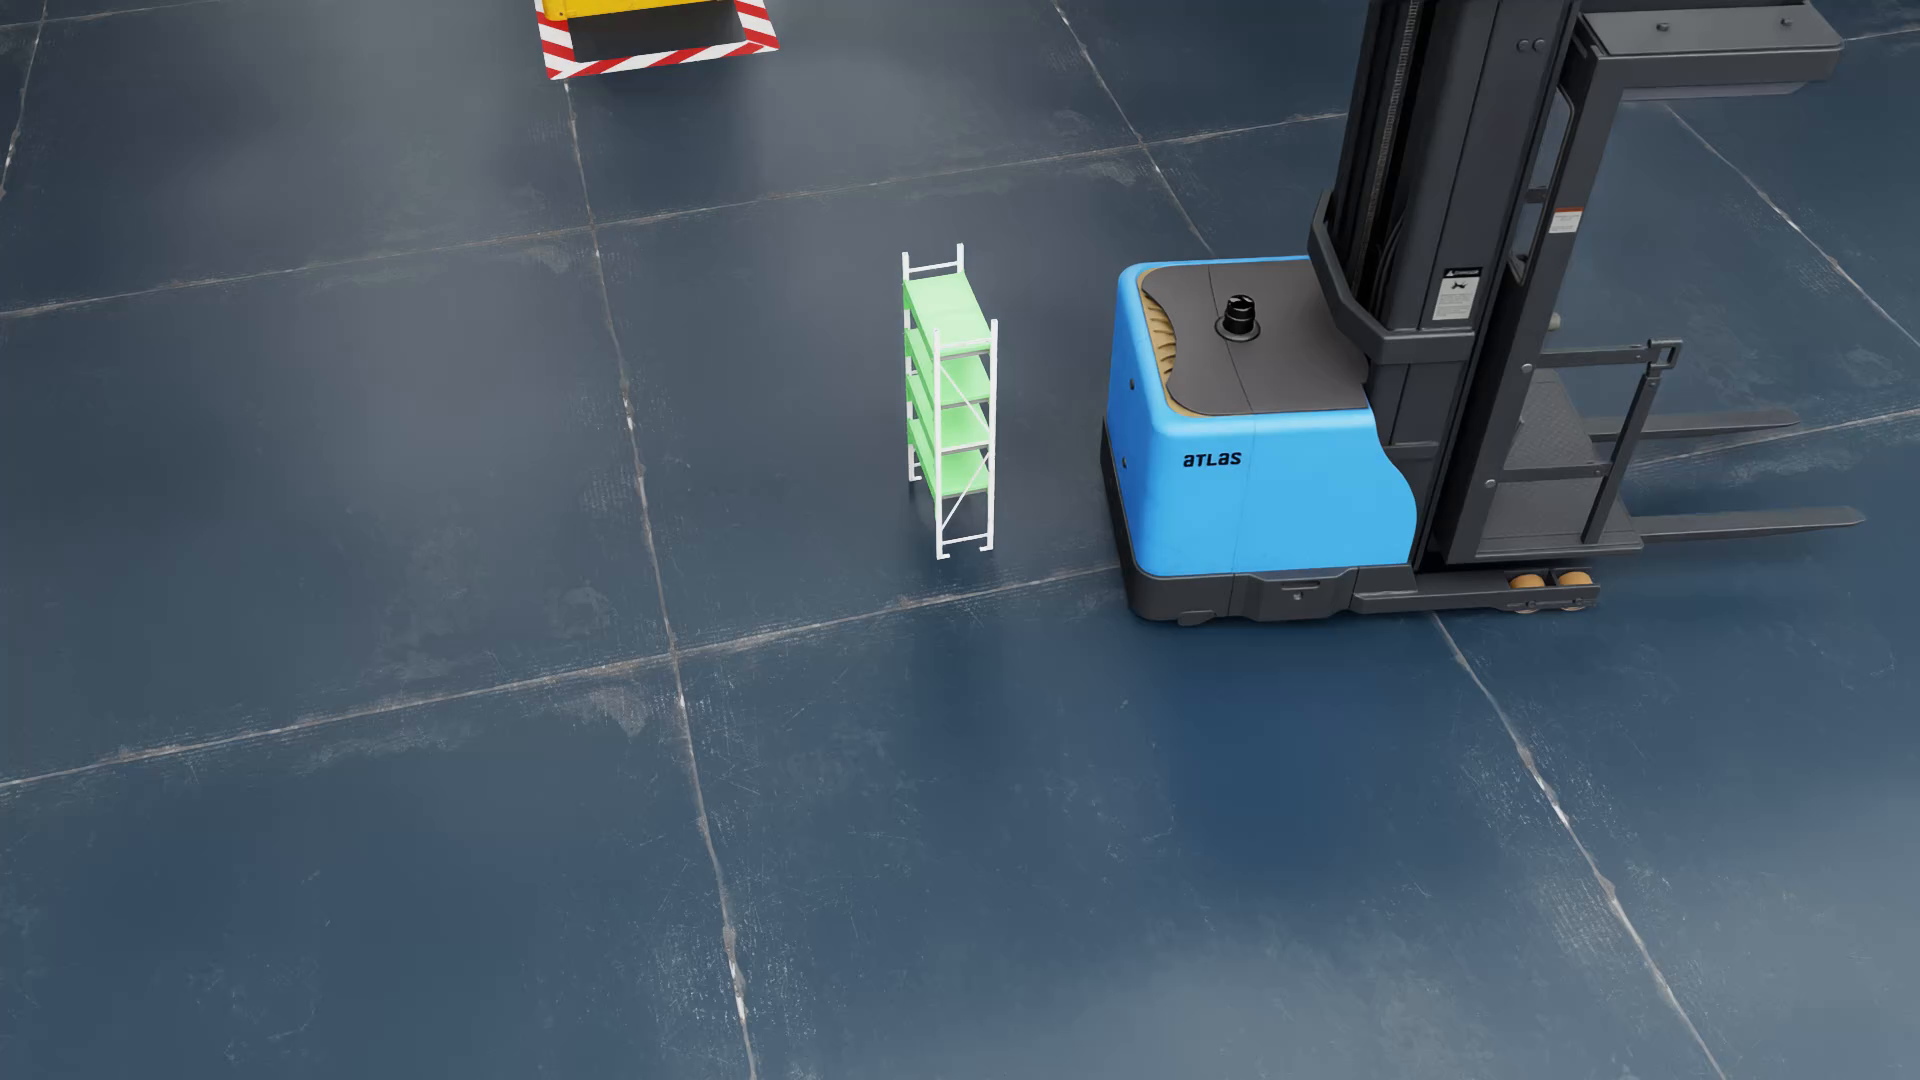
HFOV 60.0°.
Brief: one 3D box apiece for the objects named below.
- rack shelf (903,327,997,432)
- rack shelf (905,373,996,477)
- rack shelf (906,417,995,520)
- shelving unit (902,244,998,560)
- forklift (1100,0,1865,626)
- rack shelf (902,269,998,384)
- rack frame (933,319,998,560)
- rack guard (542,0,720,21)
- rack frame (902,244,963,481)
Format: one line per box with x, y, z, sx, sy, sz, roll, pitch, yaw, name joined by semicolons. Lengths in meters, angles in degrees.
-0.042;-0.658;6.558;0.258;0.148;0.480;-11;47;-10;rack shelf
-0.042;-0.490;6.730;0.258;0.148;0.480;-11;47;-10;rack shelf
-0.042;-0.322;6.901;0.258;0.148;0.480;-11;47;-10;rack shelf
-0.042;-0.534;6.684;0.258;1.200;0.503;-11;47;-10;shelving unit
2.153;-1.106;6.032;3.031;2.935;1.130;-3;46;-3;forklift
-0.042;-0.825;6.387;0.258;0.148;0.480;-11;47;-10;rack shelf
0.020;-0.366;6.519;0.240;1.200;0.015;-11;47;-10;rack frame
-1.987;-3.538;10.118;1.175;0.500;0.348;-11;47;-10;rack guard
-0.105;-0.703;6.849;0.240;1.200;0.015;-11;47;-10;rack frame
